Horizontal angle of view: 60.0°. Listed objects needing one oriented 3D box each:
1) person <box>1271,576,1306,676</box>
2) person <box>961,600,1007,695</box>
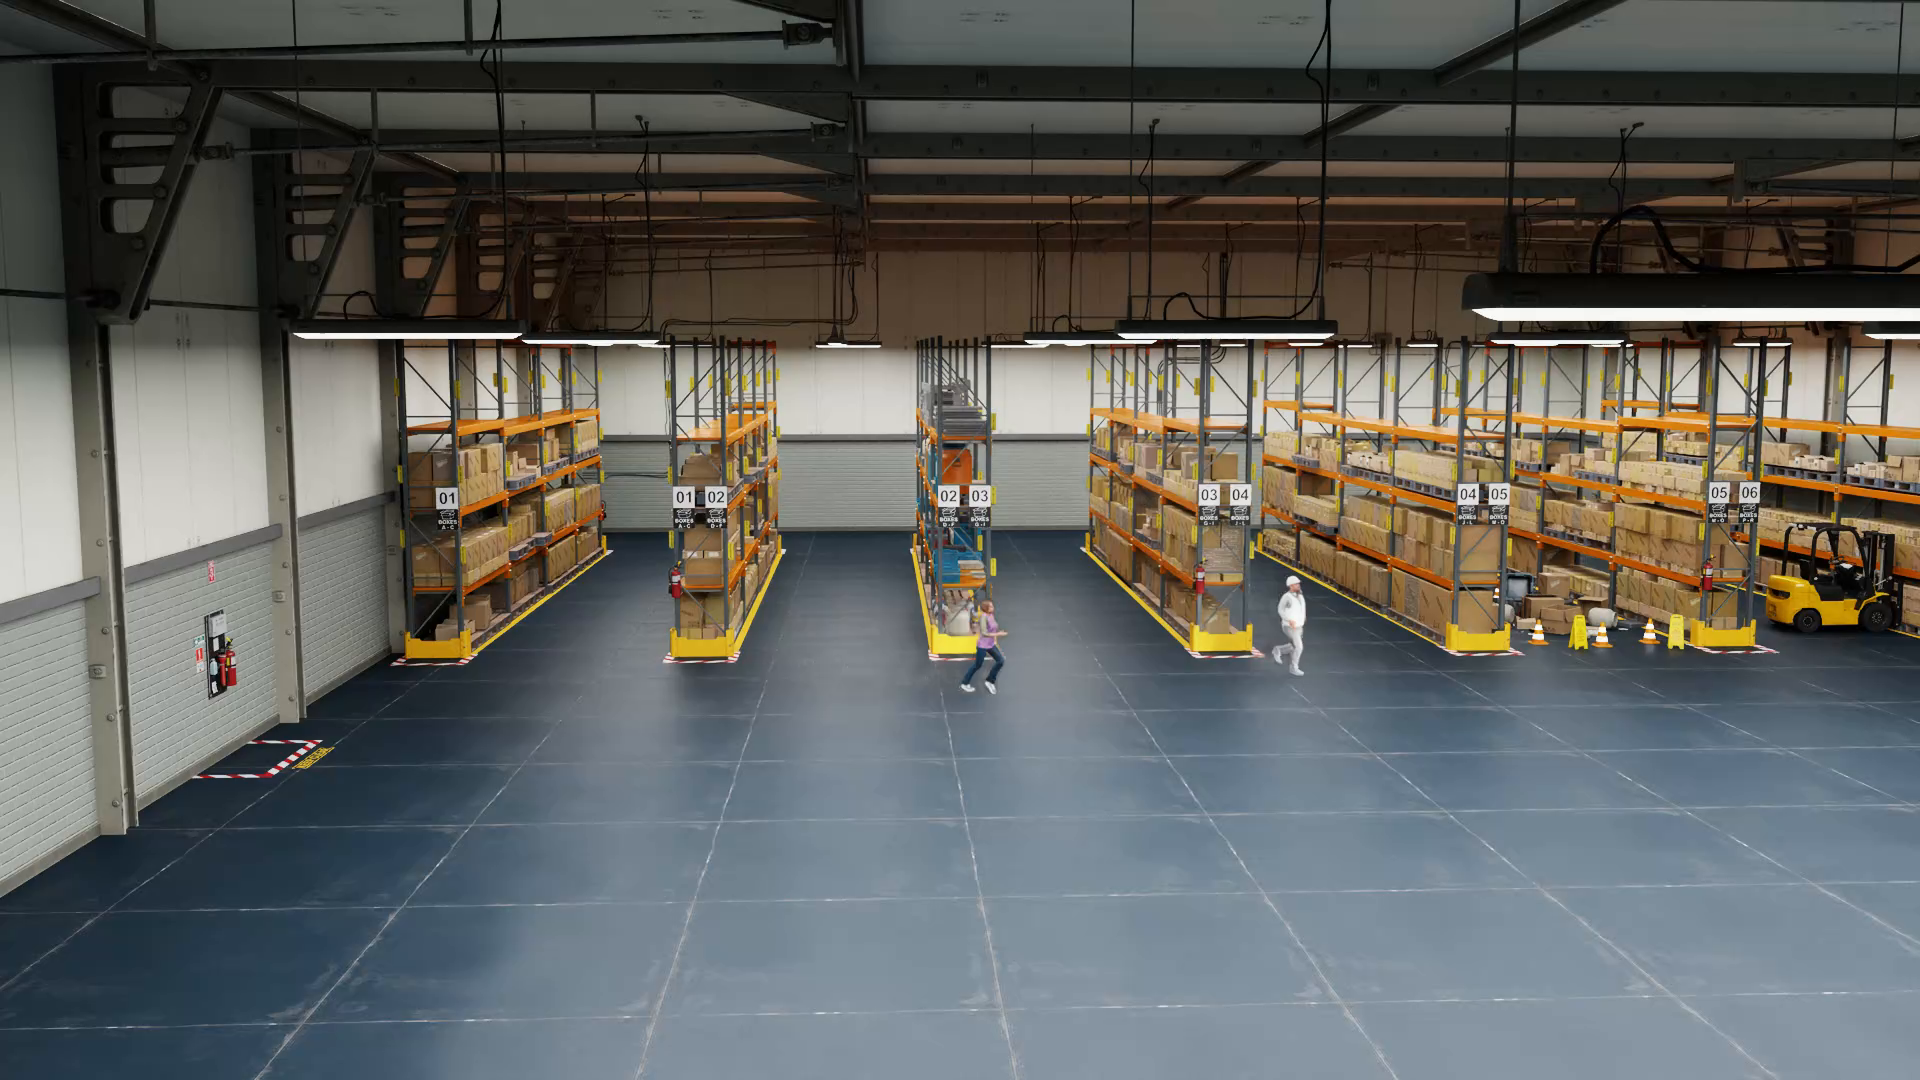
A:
[{"bbox_3d":[5.856,1.505,29.602,0.680,1.766,0.664,6,9,43],"label":"person"},{"bbox_3d":[0.431,1.784,27.714,0.815,1.596,0.546,3,7,28],"label":"person"}]
